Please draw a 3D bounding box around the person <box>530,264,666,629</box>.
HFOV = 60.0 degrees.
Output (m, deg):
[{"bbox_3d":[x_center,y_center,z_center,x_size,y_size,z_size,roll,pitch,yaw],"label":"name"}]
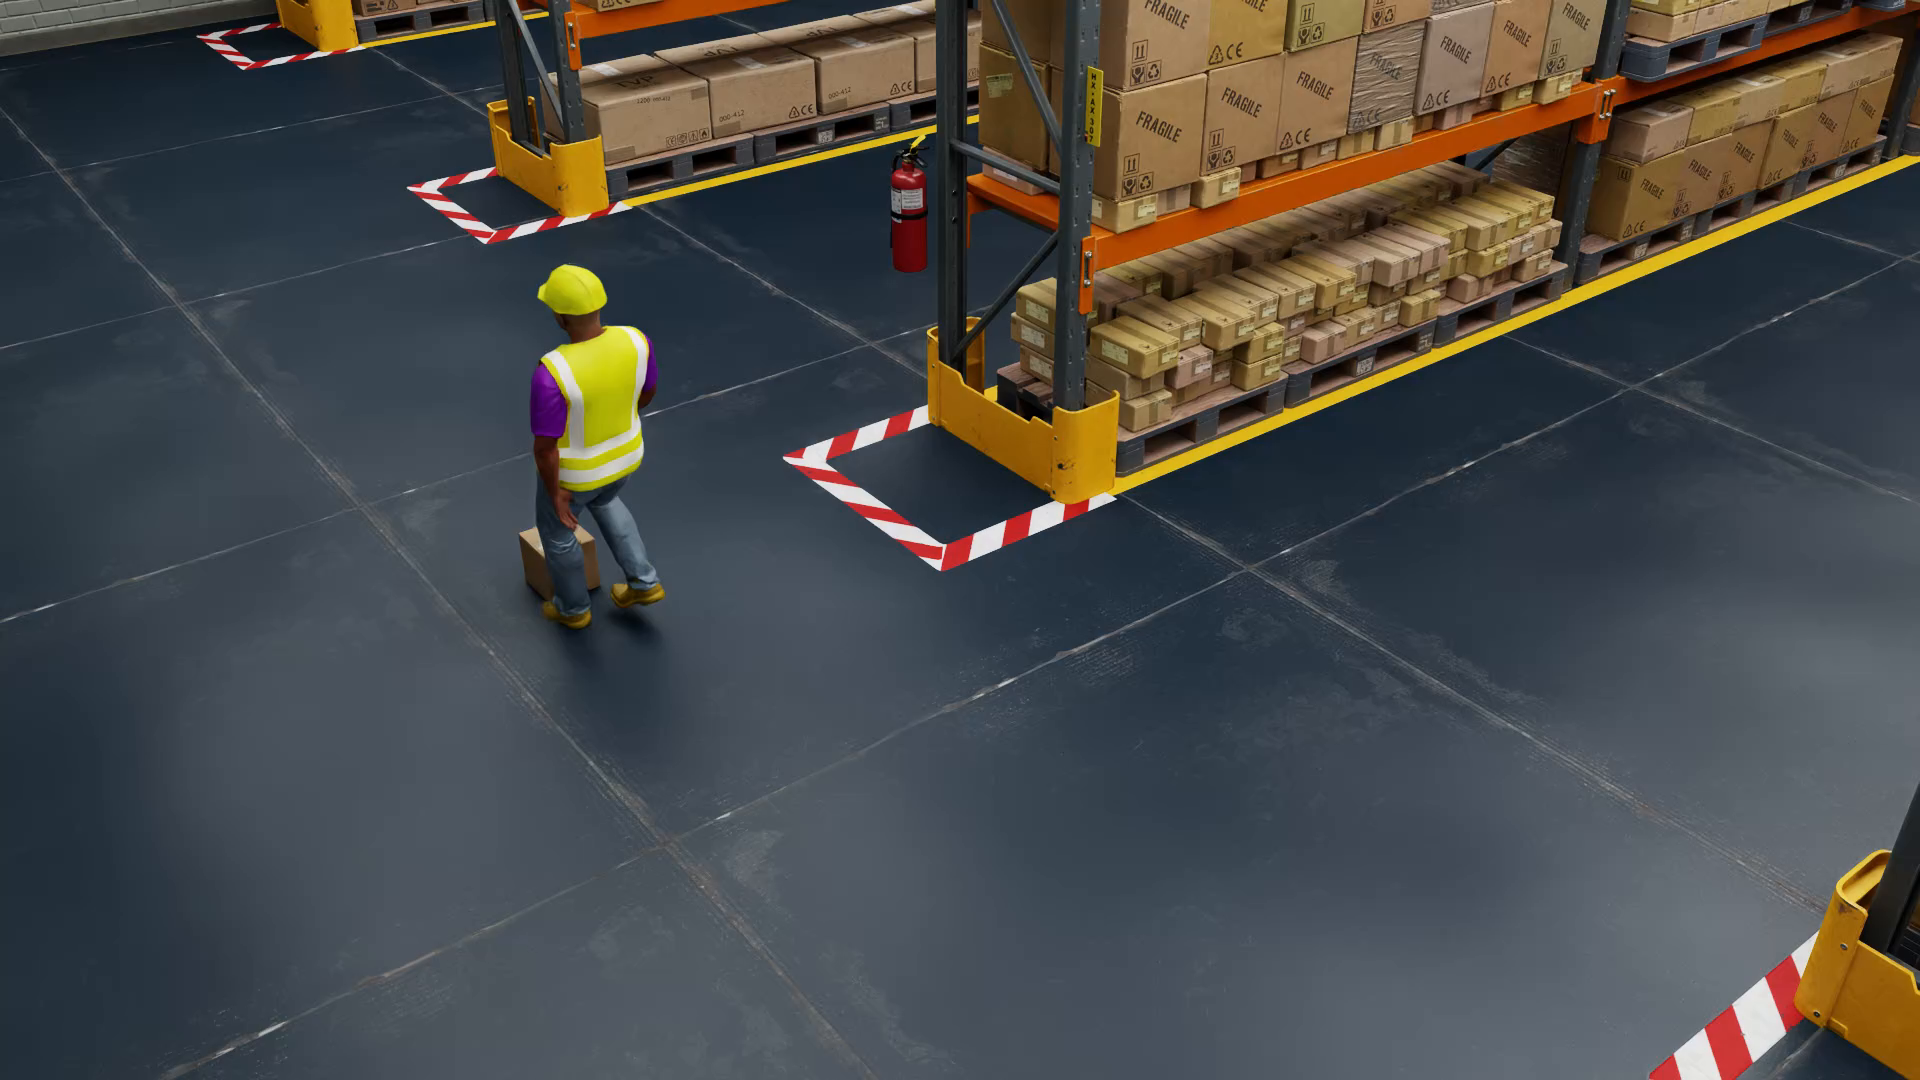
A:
[{"bbox_3d":[-1.544,-0.351,6.750,0.655,1.751,0.626,27,41,36],"label":"person"}]
